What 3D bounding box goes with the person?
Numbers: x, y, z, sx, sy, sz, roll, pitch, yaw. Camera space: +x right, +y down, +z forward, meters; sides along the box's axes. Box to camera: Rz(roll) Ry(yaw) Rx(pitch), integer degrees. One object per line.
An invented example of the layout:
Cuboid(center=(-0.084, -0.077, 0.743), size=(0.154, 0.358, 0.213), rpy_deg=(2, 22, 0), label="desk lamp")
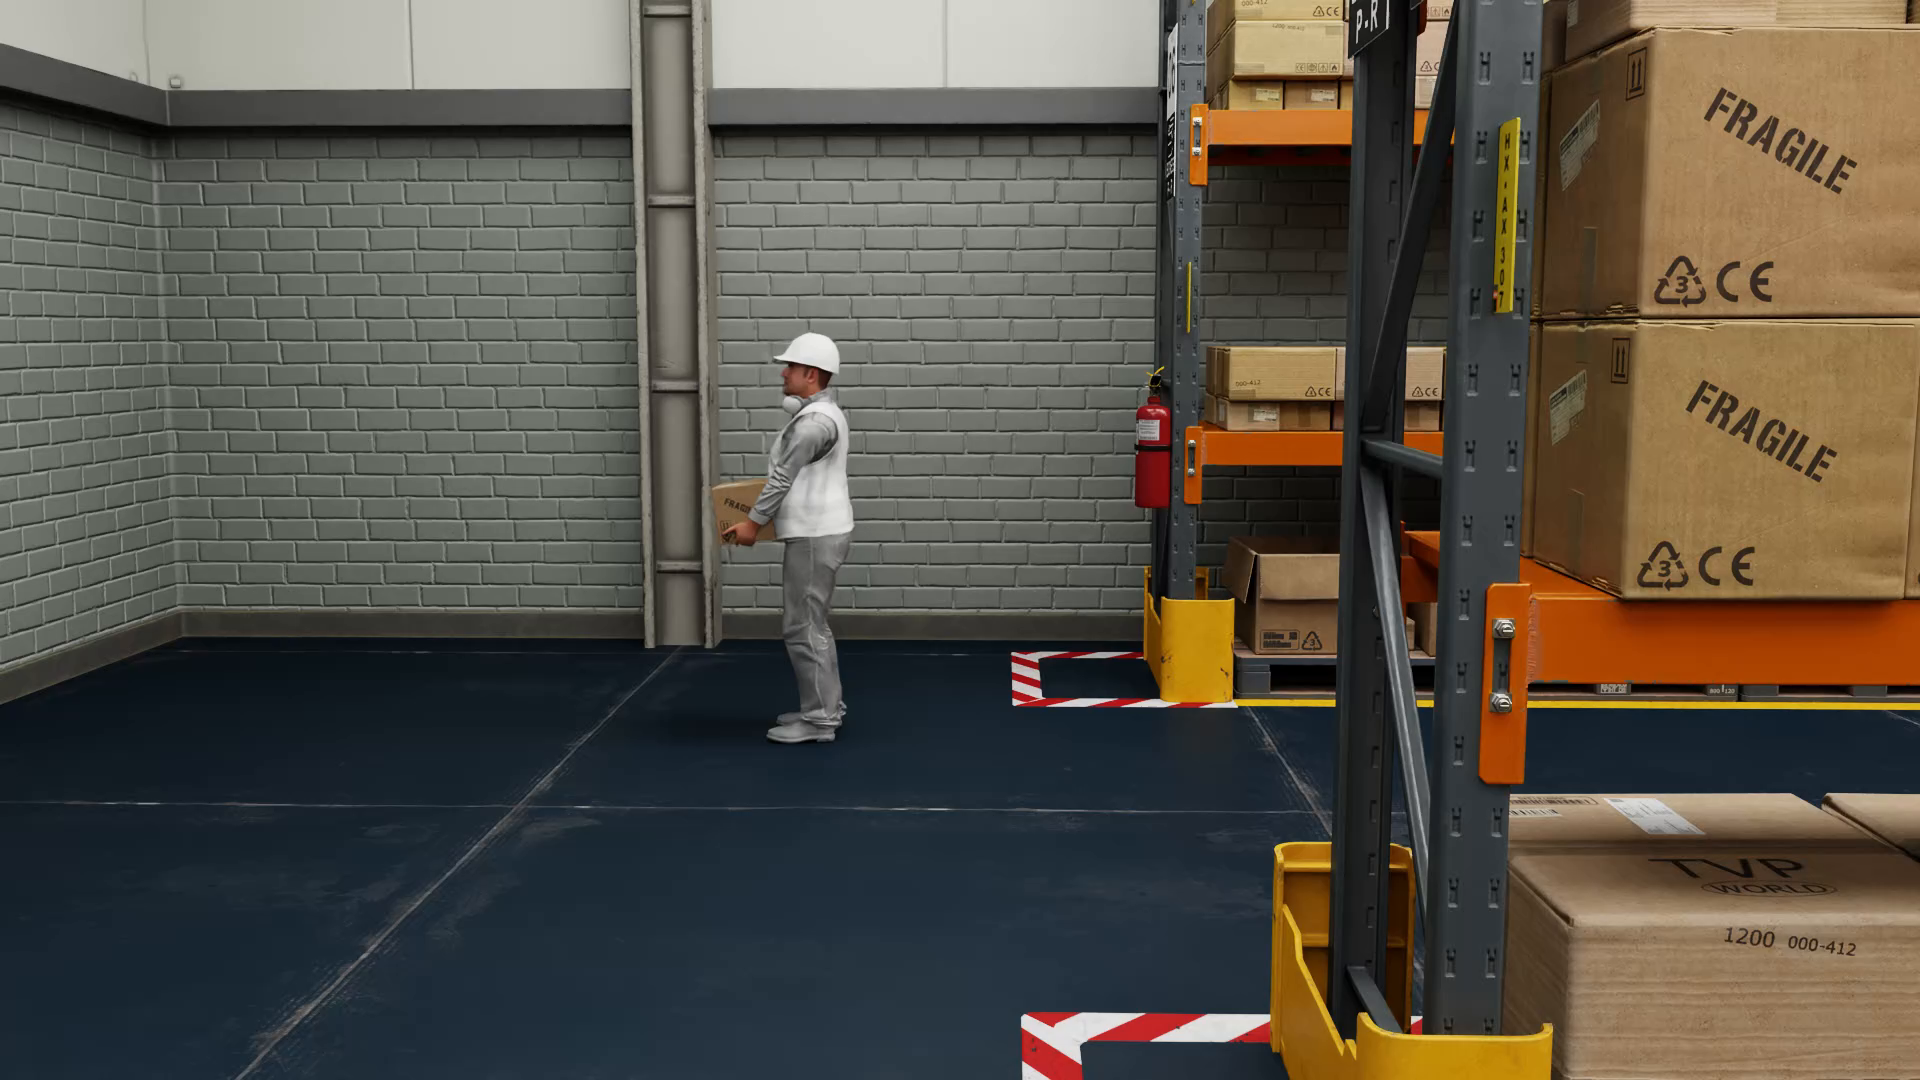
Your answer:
Cuboid(center=(-0.744, -0.012, 7.276), size=(0.558, 1.772, 0.495), rpy_deg=(0, 7, 1), label="person")
